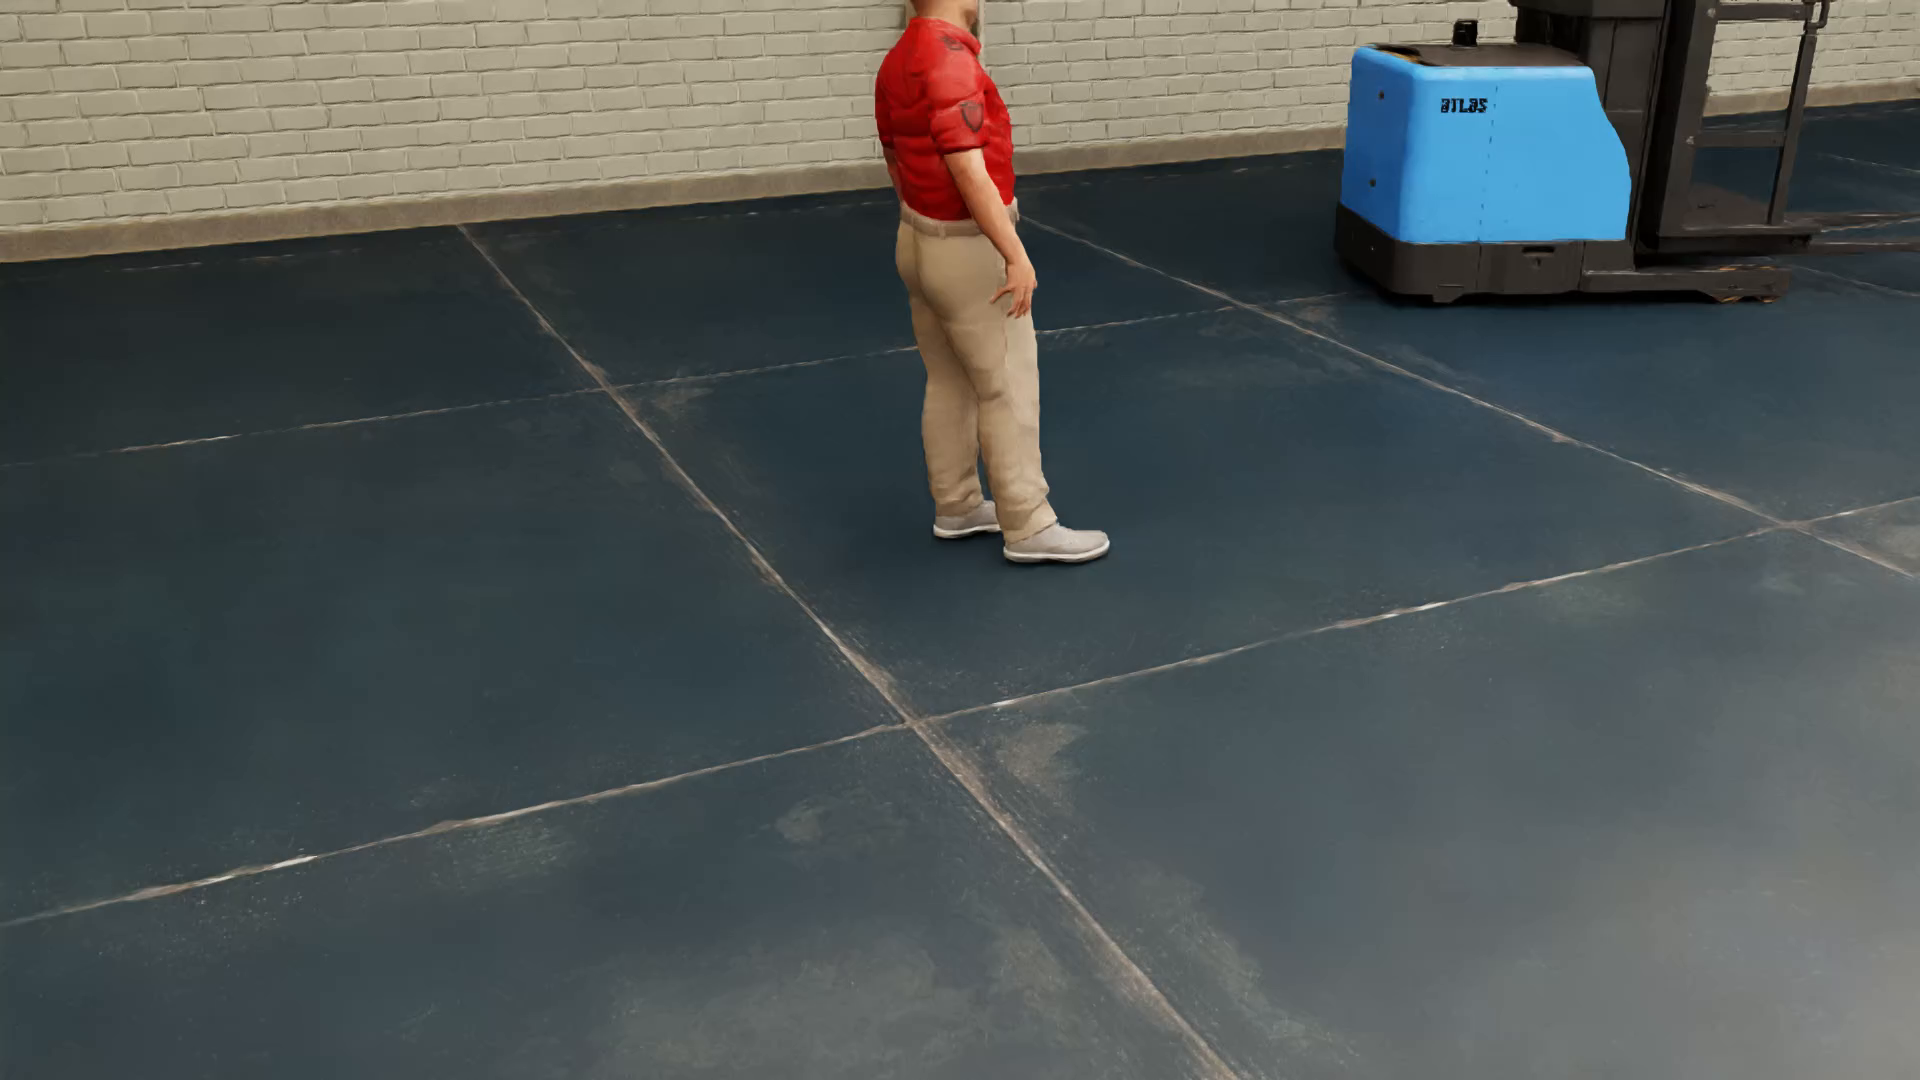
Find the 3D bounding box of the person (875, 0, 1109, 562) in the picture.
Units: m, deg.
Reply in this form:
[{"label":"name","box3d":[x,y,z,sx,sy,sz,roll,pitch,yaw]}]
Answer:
[{"label":"person","box3d":[0.086,-0.815,4.797,0.550,1.727,0.640,-10,25,-23]}]

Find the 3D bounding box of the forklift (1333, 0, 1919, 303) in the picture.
[{"label":"forklift","box3d":[3.454,-2.661,7.692,3.031,2.935,1.130,-2,23,-5]}]
